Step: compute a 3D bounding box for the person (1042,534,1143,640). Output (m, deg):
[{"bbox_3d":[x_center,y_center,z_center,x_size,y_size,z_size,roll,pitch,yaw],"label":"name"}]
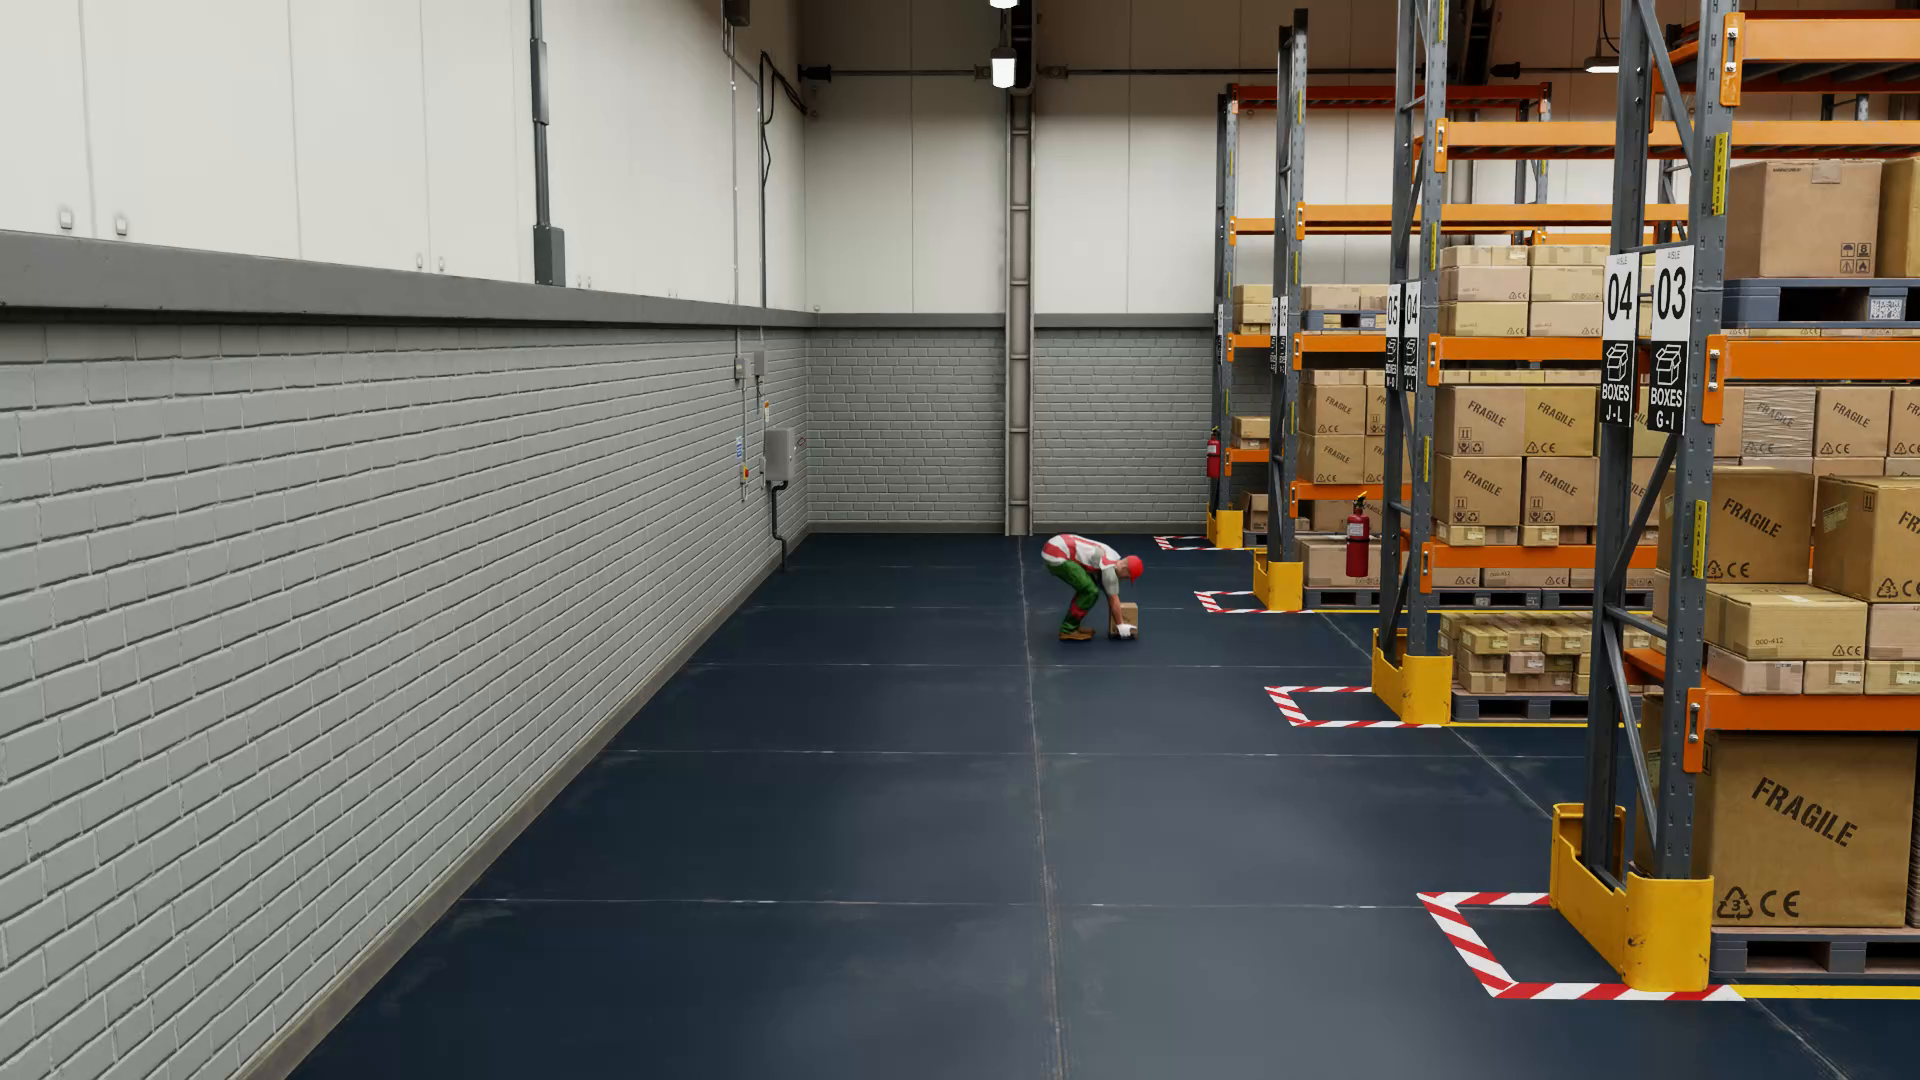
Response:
[{"bbox_3d":[1.233,0.430,15.504,0.948,0.970,0.522,0,7,-2],"label":"person"}]
